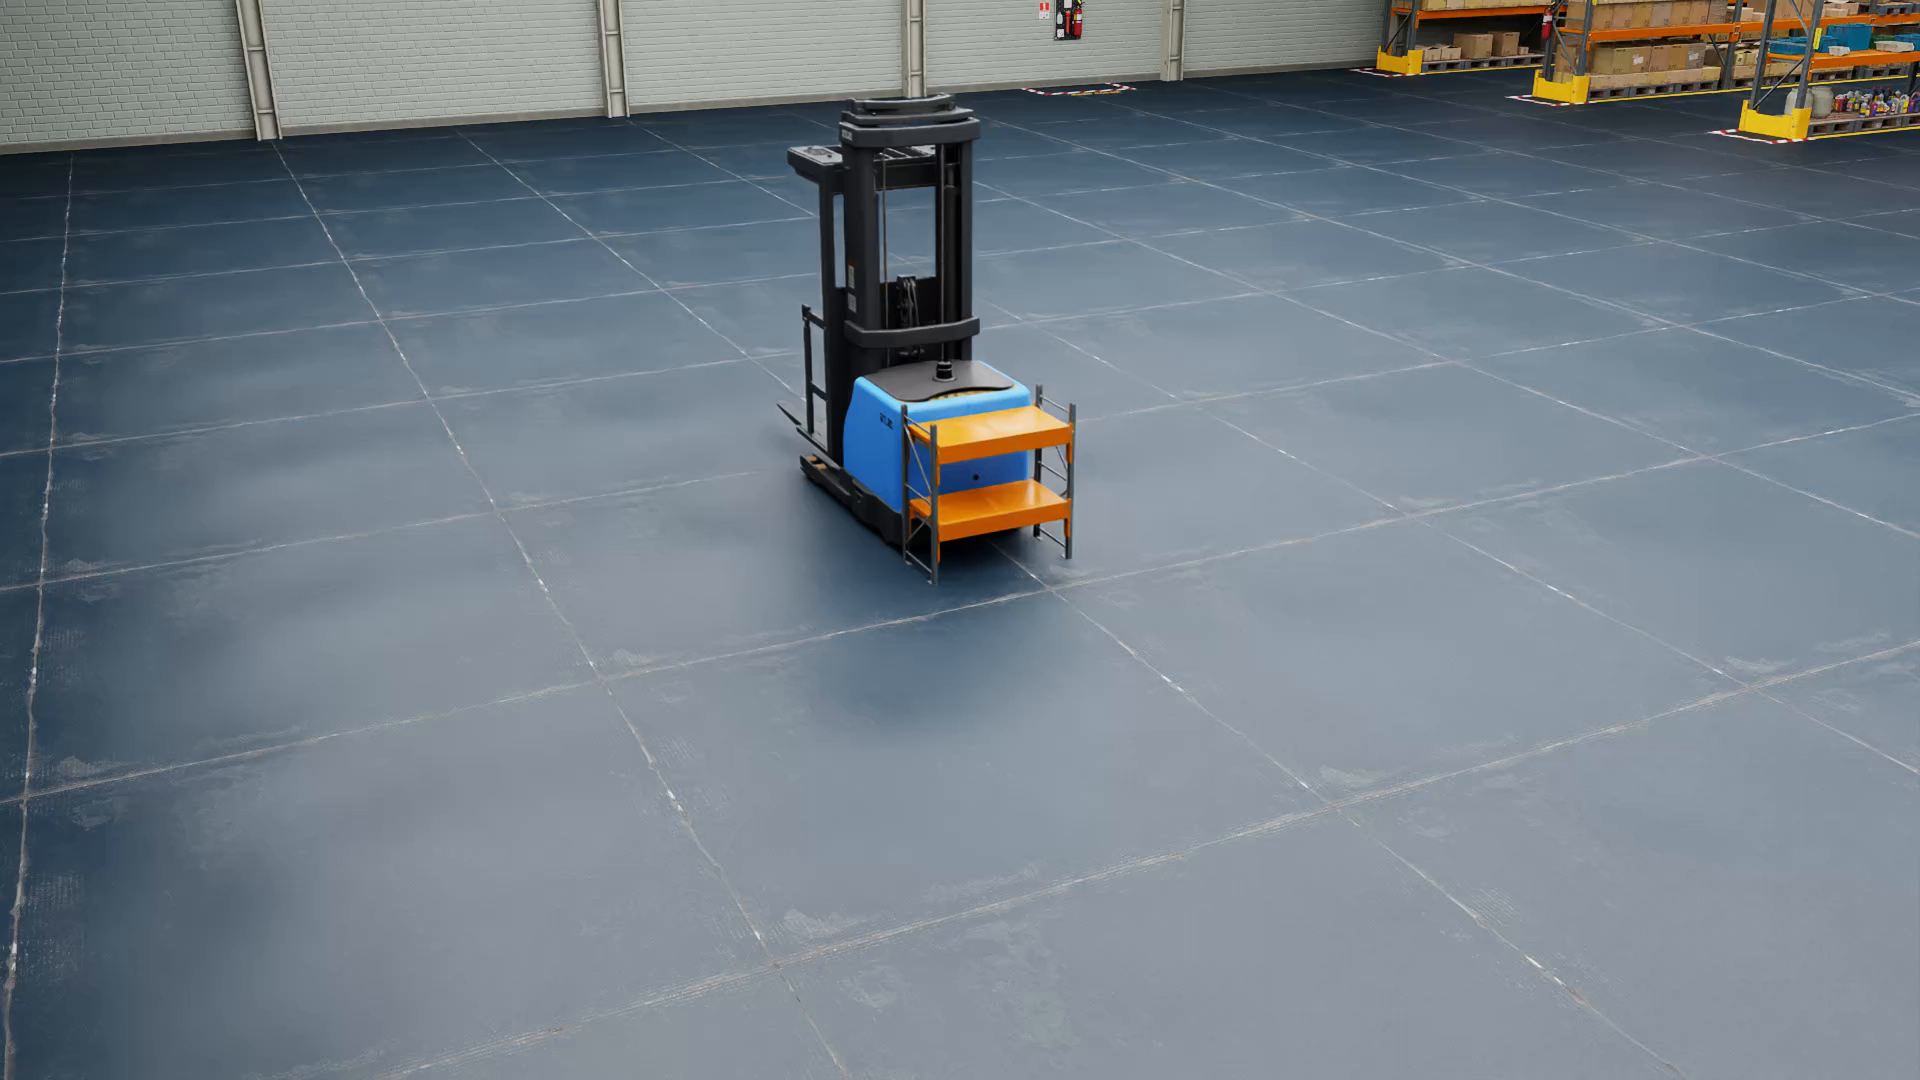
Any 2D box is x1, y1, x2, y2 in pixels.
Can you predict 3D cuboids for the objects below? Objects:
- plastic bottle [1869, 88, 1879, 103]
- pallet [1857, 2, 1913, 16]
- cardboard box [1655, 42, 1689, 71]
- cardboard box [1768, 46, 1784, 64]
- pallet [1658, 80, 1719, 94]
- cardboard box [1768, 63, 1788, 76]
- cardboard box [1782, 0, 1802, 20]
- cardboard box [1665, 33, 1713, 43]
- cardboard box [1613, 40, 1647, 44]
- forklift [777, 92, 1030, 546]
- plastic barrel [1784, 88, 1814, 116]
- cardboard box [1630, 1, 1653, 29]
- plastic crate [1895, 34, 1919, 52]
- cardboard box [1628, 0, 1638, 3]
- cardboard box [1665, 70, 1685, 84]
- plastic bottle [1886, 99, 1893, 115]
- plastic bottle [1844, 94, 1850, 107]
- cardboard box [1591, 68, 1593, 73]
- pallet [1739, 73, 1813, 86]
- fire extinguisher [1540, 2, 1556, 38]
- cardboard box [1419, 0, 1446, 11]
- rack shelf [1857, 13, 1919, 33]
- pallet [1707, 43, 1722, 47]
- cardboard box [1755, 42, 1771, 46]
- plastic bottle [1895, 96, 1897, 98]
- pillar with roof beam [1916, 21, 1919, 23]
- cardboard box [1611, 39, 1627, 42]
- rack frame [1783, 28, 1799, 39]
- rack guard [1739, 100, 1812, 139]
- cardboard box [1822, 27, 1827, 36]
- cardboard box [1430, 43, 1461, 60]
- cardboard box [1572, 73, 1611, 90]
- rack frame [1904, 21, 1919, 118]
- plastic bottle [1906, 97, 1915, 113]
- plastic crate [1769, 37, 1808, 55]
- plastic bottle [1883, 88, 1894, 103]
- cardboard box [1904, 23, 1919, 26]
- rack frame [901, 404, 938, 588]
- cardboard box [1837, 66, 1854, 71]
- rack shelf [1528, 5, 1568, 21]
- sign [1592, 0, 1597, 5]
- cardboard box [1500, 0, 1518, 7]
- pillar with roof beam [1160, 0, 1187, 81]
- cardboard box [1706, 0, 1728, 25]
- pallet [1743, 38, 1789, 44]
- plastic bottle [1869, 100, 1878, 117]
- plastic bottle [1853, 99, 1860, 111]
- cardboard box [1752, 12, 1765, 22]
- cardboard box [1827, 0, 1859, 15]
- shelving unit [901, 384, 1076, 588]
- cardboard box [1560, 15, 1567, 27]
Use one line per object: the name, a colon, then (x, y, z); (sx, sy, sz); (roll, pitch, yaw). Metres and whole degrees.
plastic bottle: (16.472, -7.978, 29.990); (0.185, 0.351, 0.144); (-12, 25, -26)
pallet: (19.589, -11.440, 35.716); (1.003, 0.211, 1.213); (-10, 25, -24)
cardboard box: (14.176, -9.683, 33.287); (0.500, 0.500, 0.500); (-10, 25, -24)
cardboard box: (16.804, -10.062, 34.448); (0.500, 0.311, 0.500); (-11, 25, -25)
pallet: (14.669, -9.323, 33.996); (1.213, 0.211, 1.003); (-10, 25, -24)
cardboard box: (16.802, -9.805, 34.561); (0.500, 0.250, 0.500); (-11, 25, -25)
cardboard box: (17.029, -11.067, 34.433); (0.500, 0.500, 0.500); (-10, 25, -24)
cardboard box: (17.576, -12.376, 39.988); (0.750, 0.750, 0.750); (-11, 25, -24)
cardboard box: (13.500, -9.780, 33.520); (0.500, 0.500, 0.500); (-10, 25, -24)
forklift: (-0.588, -1.839, 12.361); (1.130, 2.935, 3.031); (-10, 25, -23)
plastic barrel: (14.505, -7.537, 28.741); (0.421, 0.512, 0.421); (0, 22, 0)
cardboard box: (13.147, -10.353, 32.709); (0.500, 0.500, 0.700); (-10, 25, -23)
plastic crate: (16.669, -8.675, 28.980); (0.616, 0.251, 0.499); (-10, 25, -24)
cardboard box: (12.937, -10.529, 32.284); (0.250, 0.149, 0.380); (-11, 25, -24)
cardboard box: (14.182, -9.332, 33.419); (0.500, 0.250, 0.500); (-10, 25, -24)
plastic bottle: (16.295, -7.601, 29.181); (0.097, 0.271, 0.097); (0, 22, 0)
plastic bottle: (15.773, -7.813, 29.690); (0.135, 0.276, 0.152); (-11, 25, -25)
cardboard box: (12.600, -9.267, 33.260); (0.500, 0.250, 0.500); (-10, 25, -24)
pallet: (17.152, -9.780, 35.100); (1.213, 0.211, 1.003); (-10, 25, -24)
fire extinguisher: (11.492, -10.170, 32.498); (0.183, 0.674, 0.296); (-10, 25, -24)
cardboard box: (10.225, -11.683, 36.222); (0.500, 0.250, 0.500); (-11, 25, -25)
rack shelf: (20.810, -11.391, 36.288); (4.000, 0.370, 1.077); (-10, 25, -24)
pallet: (17.600, -11.915, 40.258); (1.213, 0.211, 1.003); (-10, 25, -24)
cardboard box: (17.016, -10.330, 35.096); (0.500, 0.311, 0.500); (-11, 25, -24)
plastic bottle: (16.562, -7.709, 29.427); (0.133, 0.283, 0.061); (-10, 25, -24)
pillar with roof beam: (27.990, -16.460, 39.748); (0.400, 9.000, 9.100); (-10, 25, -24)
cardboard box: (15.280, -11.872, 39.202); (0.500, 0.500, 0.700); (-11, 25, -24)
rack frame: (20.461, -13.762, 41.075); (0.127, 3.000, 1.000); (-10, 25, -24)
rack guard: (13.993, -7.231, 28.566); (0.348, 0.500, 1.175); (-10, 25, -24)
cardboard box: (21.633, -12.972, 41.886); (0.500, 0.500, 0.700); (-11, 25, -24)
cardboard box: (10.824, -10.911, 37.127); (0.500, 0.311, 0.500); (-8, 24, -19)
cardboard box: (12.379, -9.001, 32.619); (0.500, 0.250, 0.500); (-10, 25, -24)
rack frame: (17.549, -9.021, 29.621); (0.127, 3.000, 1.000); (-10, 25, -24)
plastic bottle: (16.792, -7.690, 29.381); (0.133, 0.283, 0.061); (-9, 24, -20)
plastic crate: (14.266, -8.475, 28.496); (0.616, 0.251, 0.499); (-10, 25, -24)
plastic bottle: (16.704, -7.960, 29.945); (0.185, 0.351, 0.144); (-10, 25, -24)
cardboard box: (21.170, -11.288, 36.811); (0.500, 0.250, 0.500); (-10, 25, -24)
rack frame: (-0.268, -0.293, 10.986); (0.032, 1.125, 0.500); (-11, 25, -24)
cardboard box: (18.640, -10.144, 35.381); (0.500, 0.250, 0.500); (-10, 24, -22)
rack shelf: (15.054, -12.435, 38.808); (4.000, 0.370, 1.077); (-10, 25, -24)
sign: (12.035, -10.309, 31.498); (0.005, 0.325, 0.100); (-10, 25, -24)
cardboard box: (12.058, -12.024, 37.045); (0.500, 0.250, 0.500); (-11, 25, -24)
pillar with roof beam: (6.364, -12.479, 30.131); (0.400, 9.000, 9.100); (-10, 25, -24)
cardboard box: (15.007, -10.699, 33.544); (0.500, 0.500, 0.700); (-11, 25, -25)
pallet: (19.798, -12.320, 41.236); (1.213, 0.211, 1.003); (-10, 25, -24)
plastic bottle: (15.925, -7.530, 28.996); (0.133, 0.283, 0.061); (-10, 25, -23)
plastic bottle: (16.013, -7.773, 29.691); (0.097, 0.201, 0.097); (0, 22, 0)
cardboard box: (16.291, -10.689, 33.979); (0.250, 0.149, 0.380); (-10, 25, -24)
cardboard box: (18.662, -11.306, 35.257); (0.500, 0.311, 0.500); (-9, 24, -20)
shelving unit: (0.188, -0.378, 11.193); (1.048, 1.125, 0.538); (-11, 25, -24)
cardboard box: (14.304, -12.032, 38.608); (0.500, 0.250, 0.500); (-11, 25, -25)
